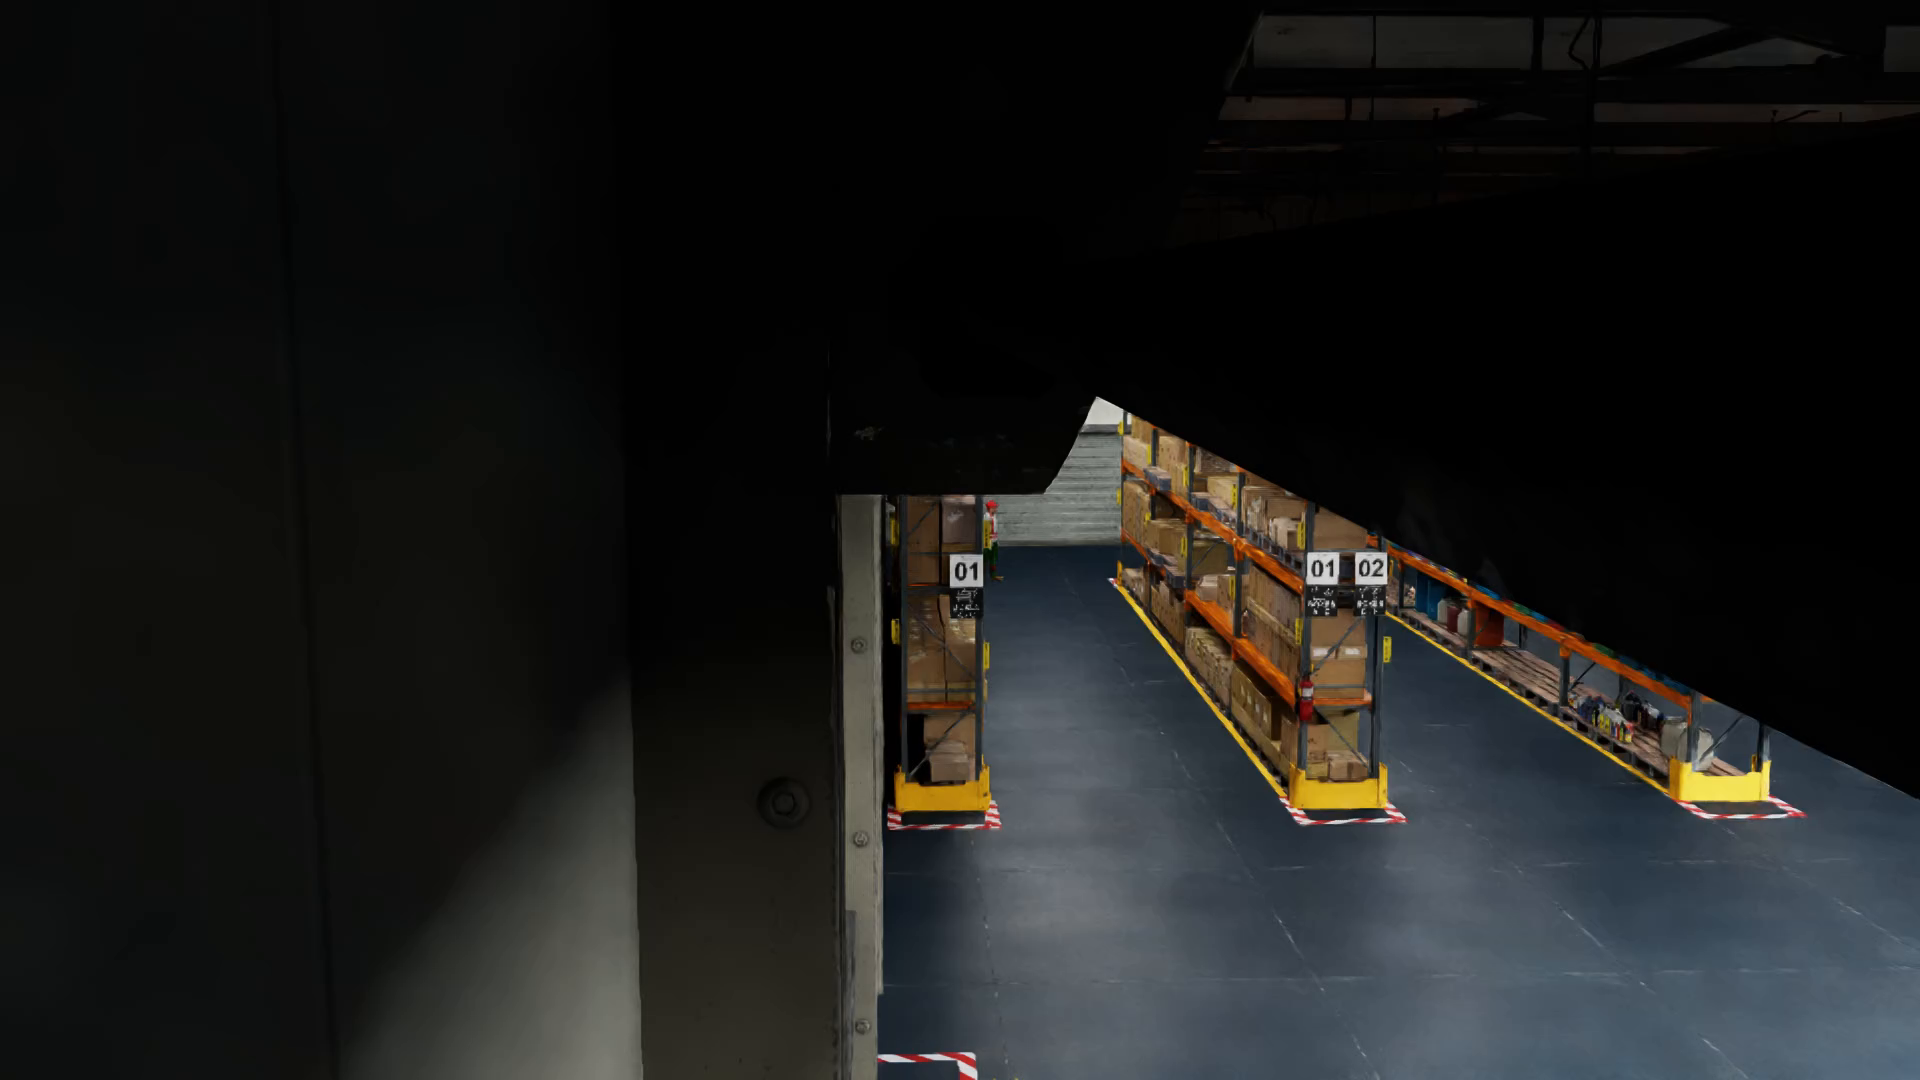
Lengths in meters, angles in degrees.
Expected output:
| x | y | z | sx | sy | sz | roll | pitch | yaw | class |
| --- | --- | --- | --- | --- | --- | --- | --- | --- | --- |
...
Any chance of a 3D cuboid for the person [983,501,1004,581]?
| x | y | z | sx | sy | sz | roll | pitch | yaw | class |
| --- | --- | --- | --- | --- | --- | --- | --- | --- | --- |
| 0.675 | 0.019 | 36.782 | 0.468 | 1.794 | 0.634 | 4 | 9 | 23 | person |
